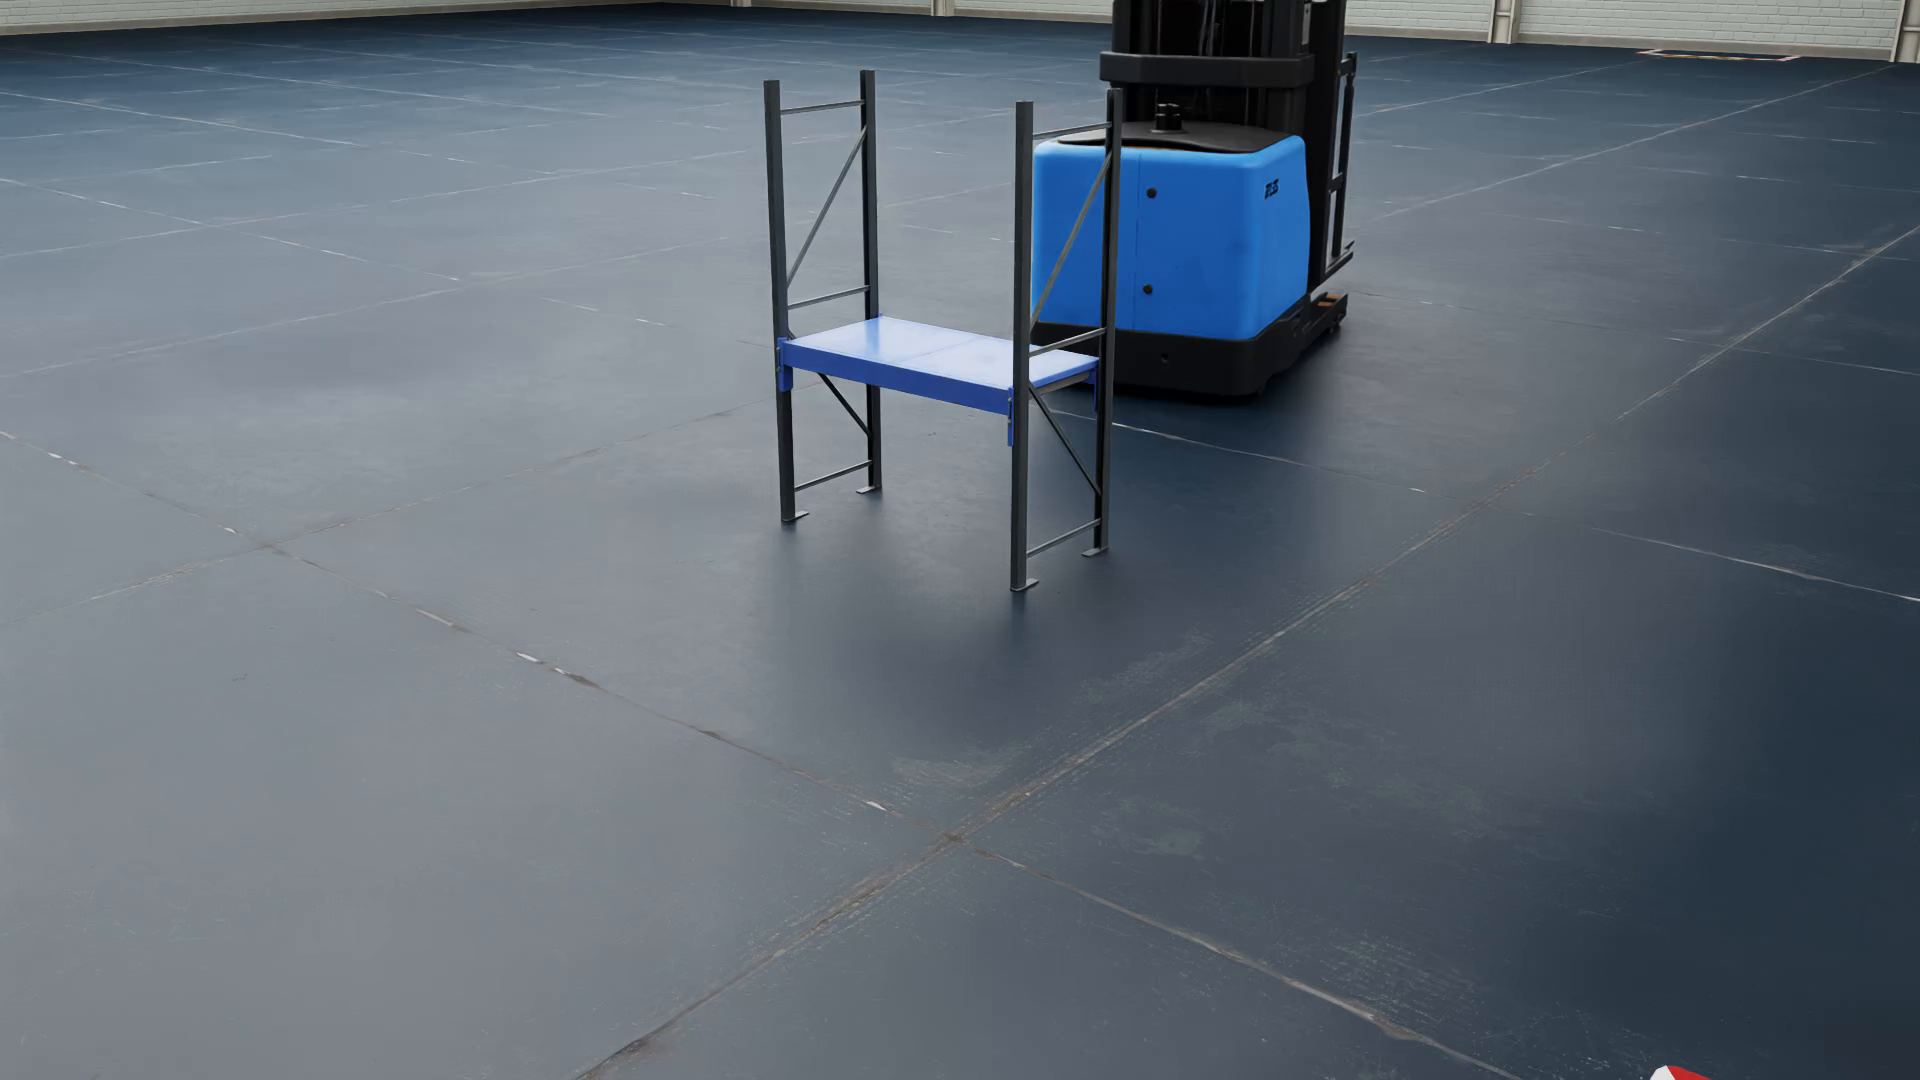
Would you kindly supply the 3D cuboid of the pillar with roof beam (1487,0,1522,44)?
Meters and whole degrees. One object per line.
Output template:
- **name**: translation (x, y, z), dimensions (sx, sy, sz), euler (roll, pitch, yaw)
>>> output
- **pillar with roof beam**: translation (6.222, -11.235, 22.708), dimensions (0.400, 9.000, 9.100), euler (16, 26, 36)

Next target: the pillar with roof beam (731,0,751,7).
- **pillar with roof beam**: translation (-7.723, -15.251, 33.357), dimensions (0.400, 9.000, 9.100), euler (16, 26, 36)

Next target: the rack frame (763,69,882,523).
- **rack frame**: translation (-0.460, -0.834, 5.755), dimensions (0.032, 1.500, 0.500), euler (16, 26, 36)

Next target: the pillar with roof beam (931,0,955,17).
- **pillar with roof beam**: translation (-3.074, -13.912, 29.808), dimensions (0.400, 9.000, 9.100), euler (16, 26, 36)

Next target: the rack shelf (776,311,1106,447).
- **rack shelf**: translation (-0.066, -0.552, 5.517), dimensions (1.000, 0.185, 0.538), euler (16, 26, 36)

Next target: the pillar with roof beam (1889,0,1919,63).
- **pillar with roof beam**: translation (10.871, -9.896, 19.158), dimensions (0.400, 9.000, 9.100), euler (16, 26, 36)

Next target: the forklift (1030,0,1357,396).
- **forklift**: translation (1.361, -2.470, 8.063), dimensions (1.130, 2.935, 3.031), euler (9, 22, 22)

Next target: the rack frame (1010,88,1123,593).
- **rack frame**: translation (0.328, -0.607, 5.153), dimensions (0.032, 1.500, 0.500), euler (16, 26, 36)

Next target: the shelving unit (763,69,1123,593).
- **shelving unit**: translation (-0.066, -0.721, 5.454), dimensions (1.048, 1.500, 0.538), euler (16, 26, 36)
